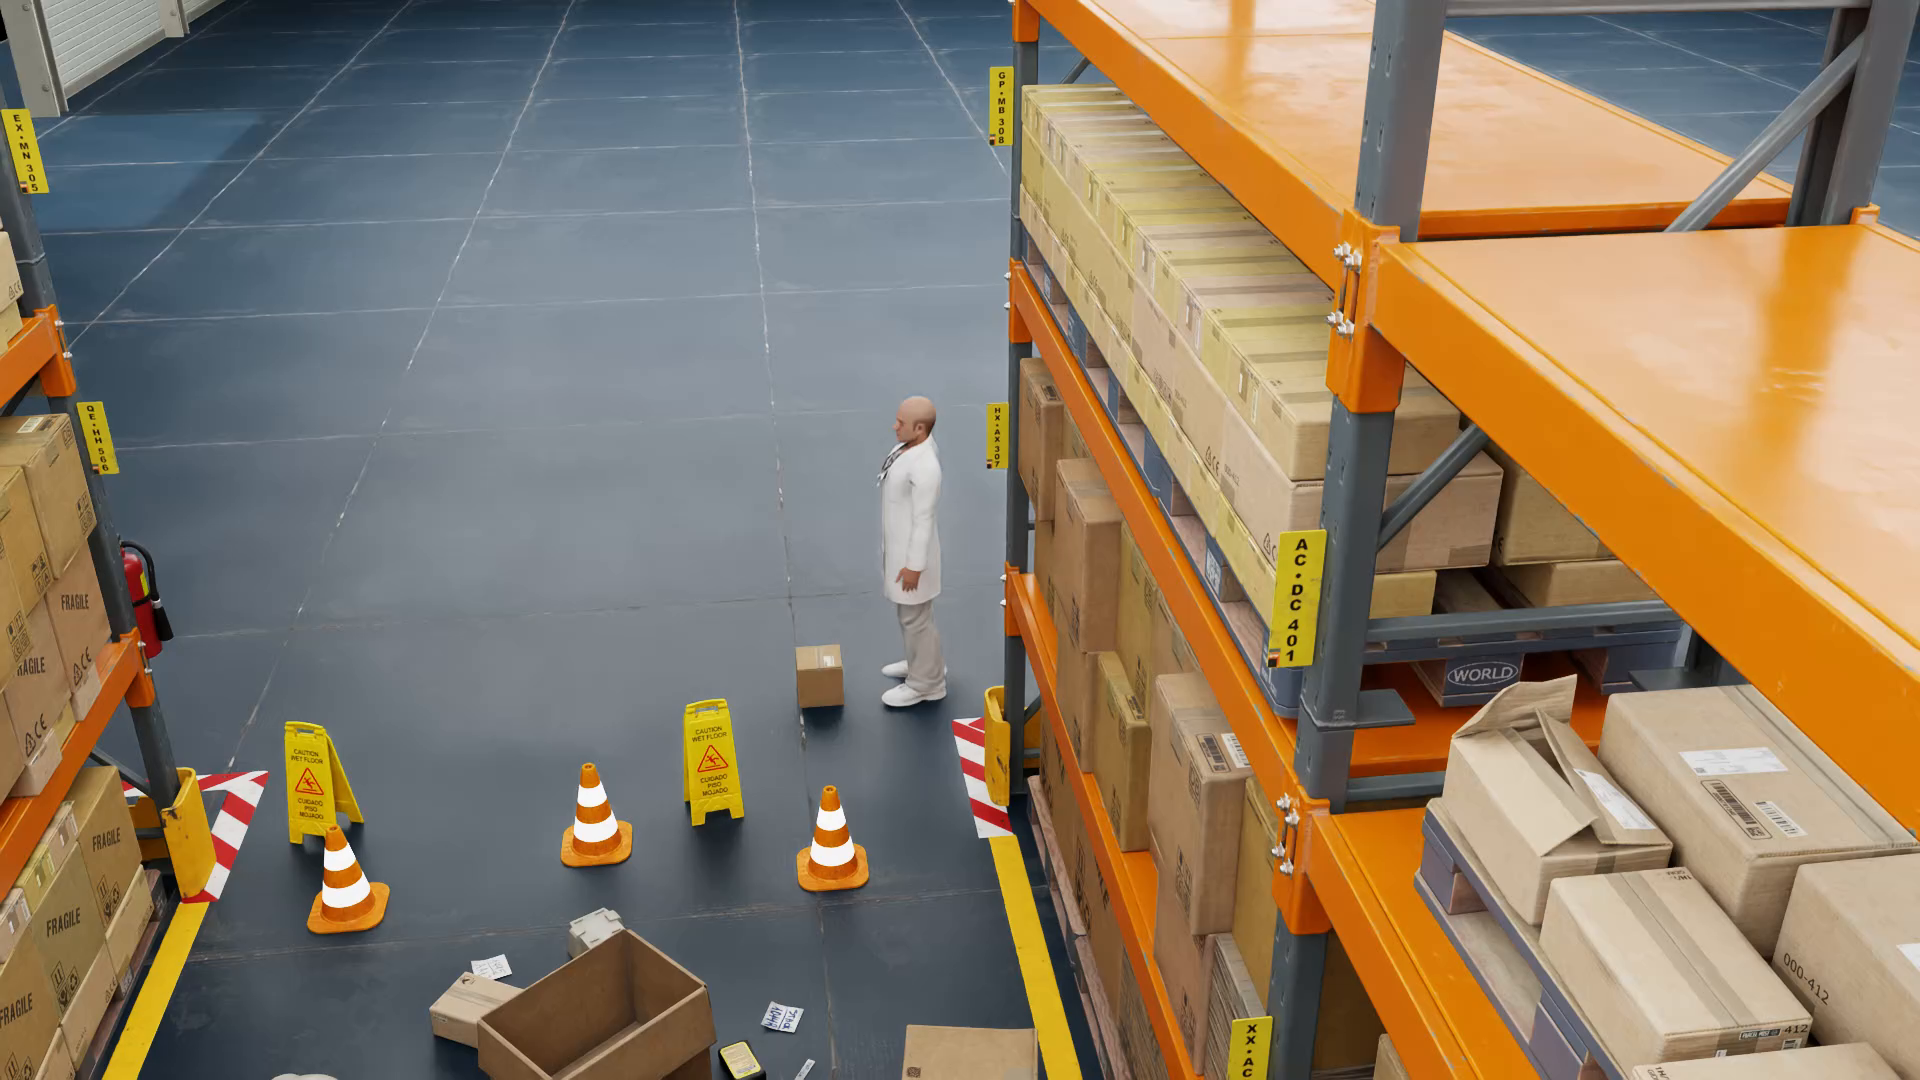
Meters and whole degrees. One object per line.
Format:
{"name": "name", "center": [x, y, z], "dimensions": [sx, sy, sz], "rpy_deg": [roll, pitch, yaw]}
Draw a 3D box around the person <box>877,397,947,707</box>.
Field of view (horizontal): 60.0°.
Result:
{"name": "person", "center": [-0.265, 0.111, 9.040], "dimensions": [0.378, 1.693, 0.565], "rpy_deg": [-3, 27, -7]}
